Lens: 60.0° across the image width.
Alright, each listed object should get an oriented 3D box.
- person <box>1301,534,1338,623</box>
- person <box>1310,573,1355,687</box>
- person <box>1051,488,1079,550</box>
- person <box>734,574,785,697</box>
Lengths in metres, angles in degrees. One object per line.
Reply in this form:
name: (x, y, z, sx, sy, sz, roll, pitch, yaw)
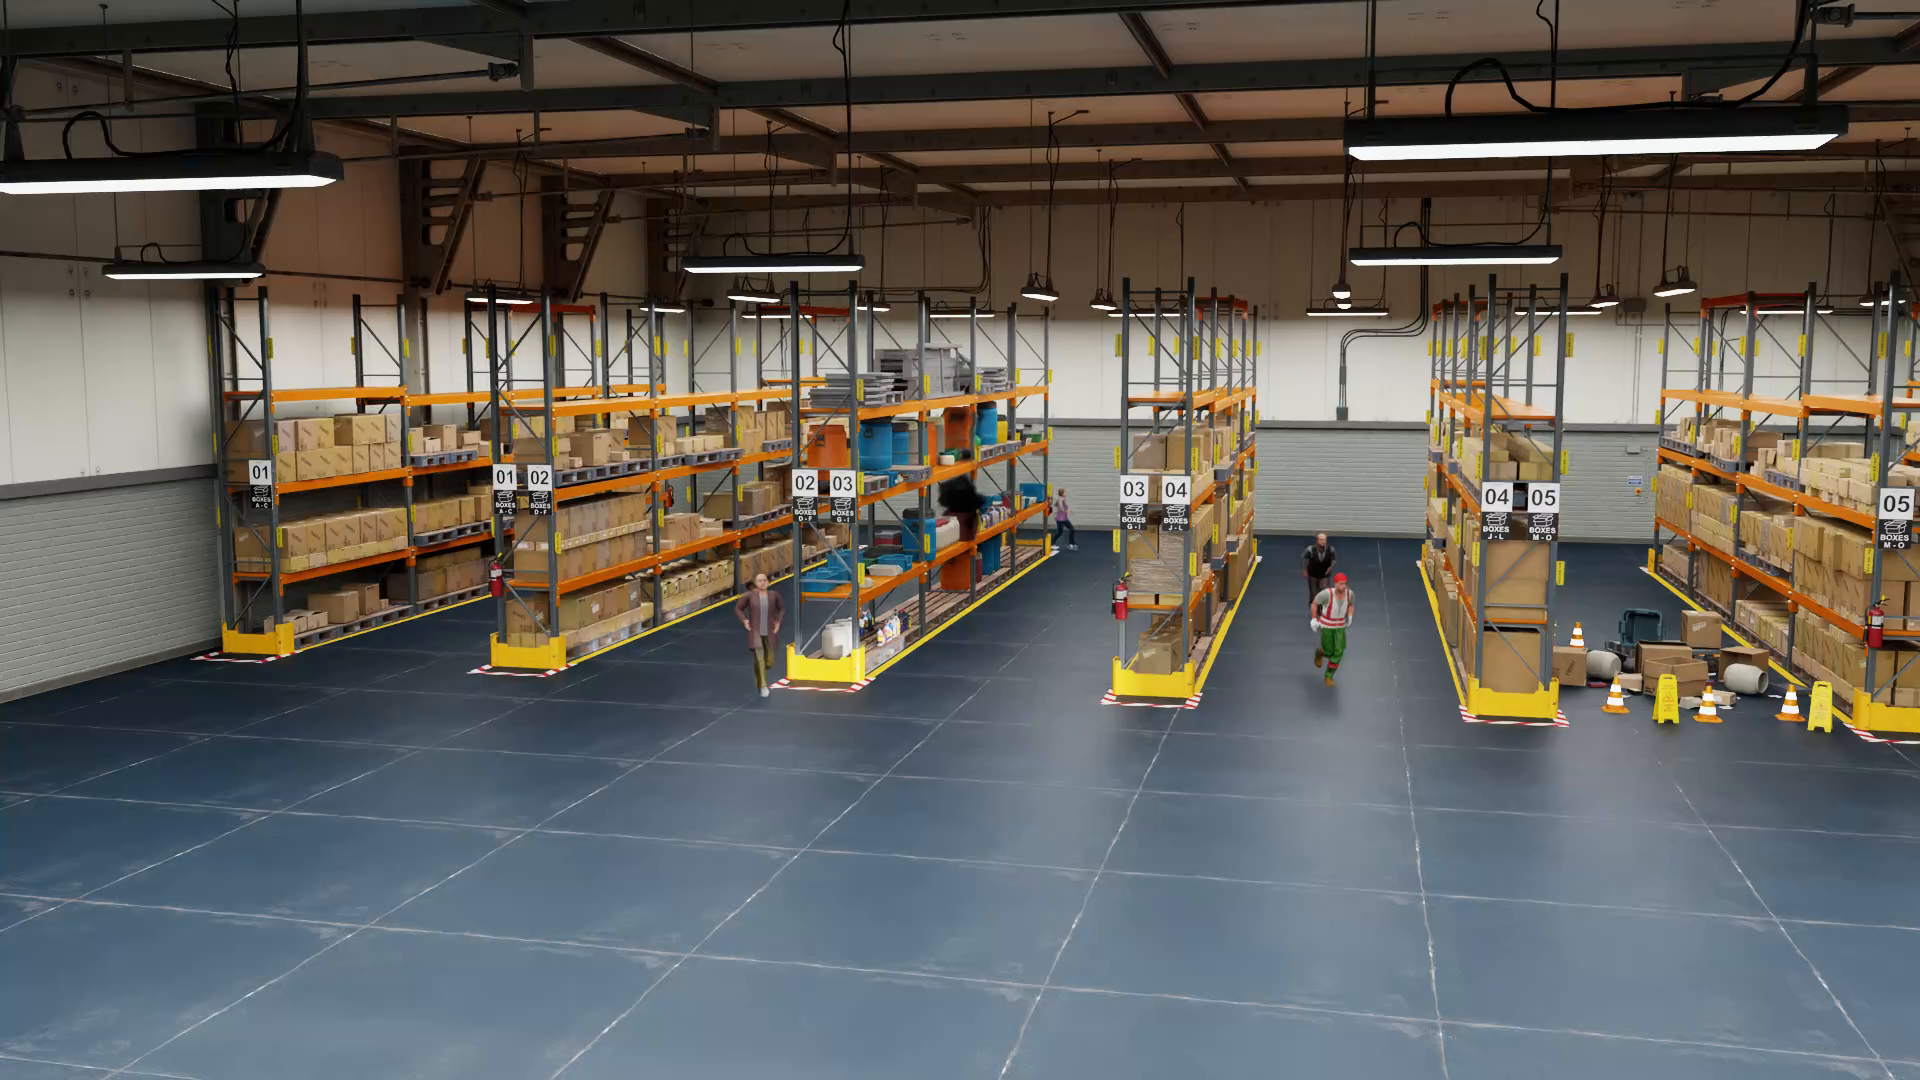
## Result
person: (6.603, 0.691, 30.626, 0.653, 1.658, 0.761, 0, 7, -1)
person: (5.572, 1.315, 24.927, 0.655, 1.716, 0.839, -2, 7, -16)
person: (2.562, -0.492, 41.411, 0.773, 1.590, 0.551, 2, 7, 15)
person: (-2.906, 1.367, 24.274, 0.762, 1.766, 0.736, -2, 7, -17)
